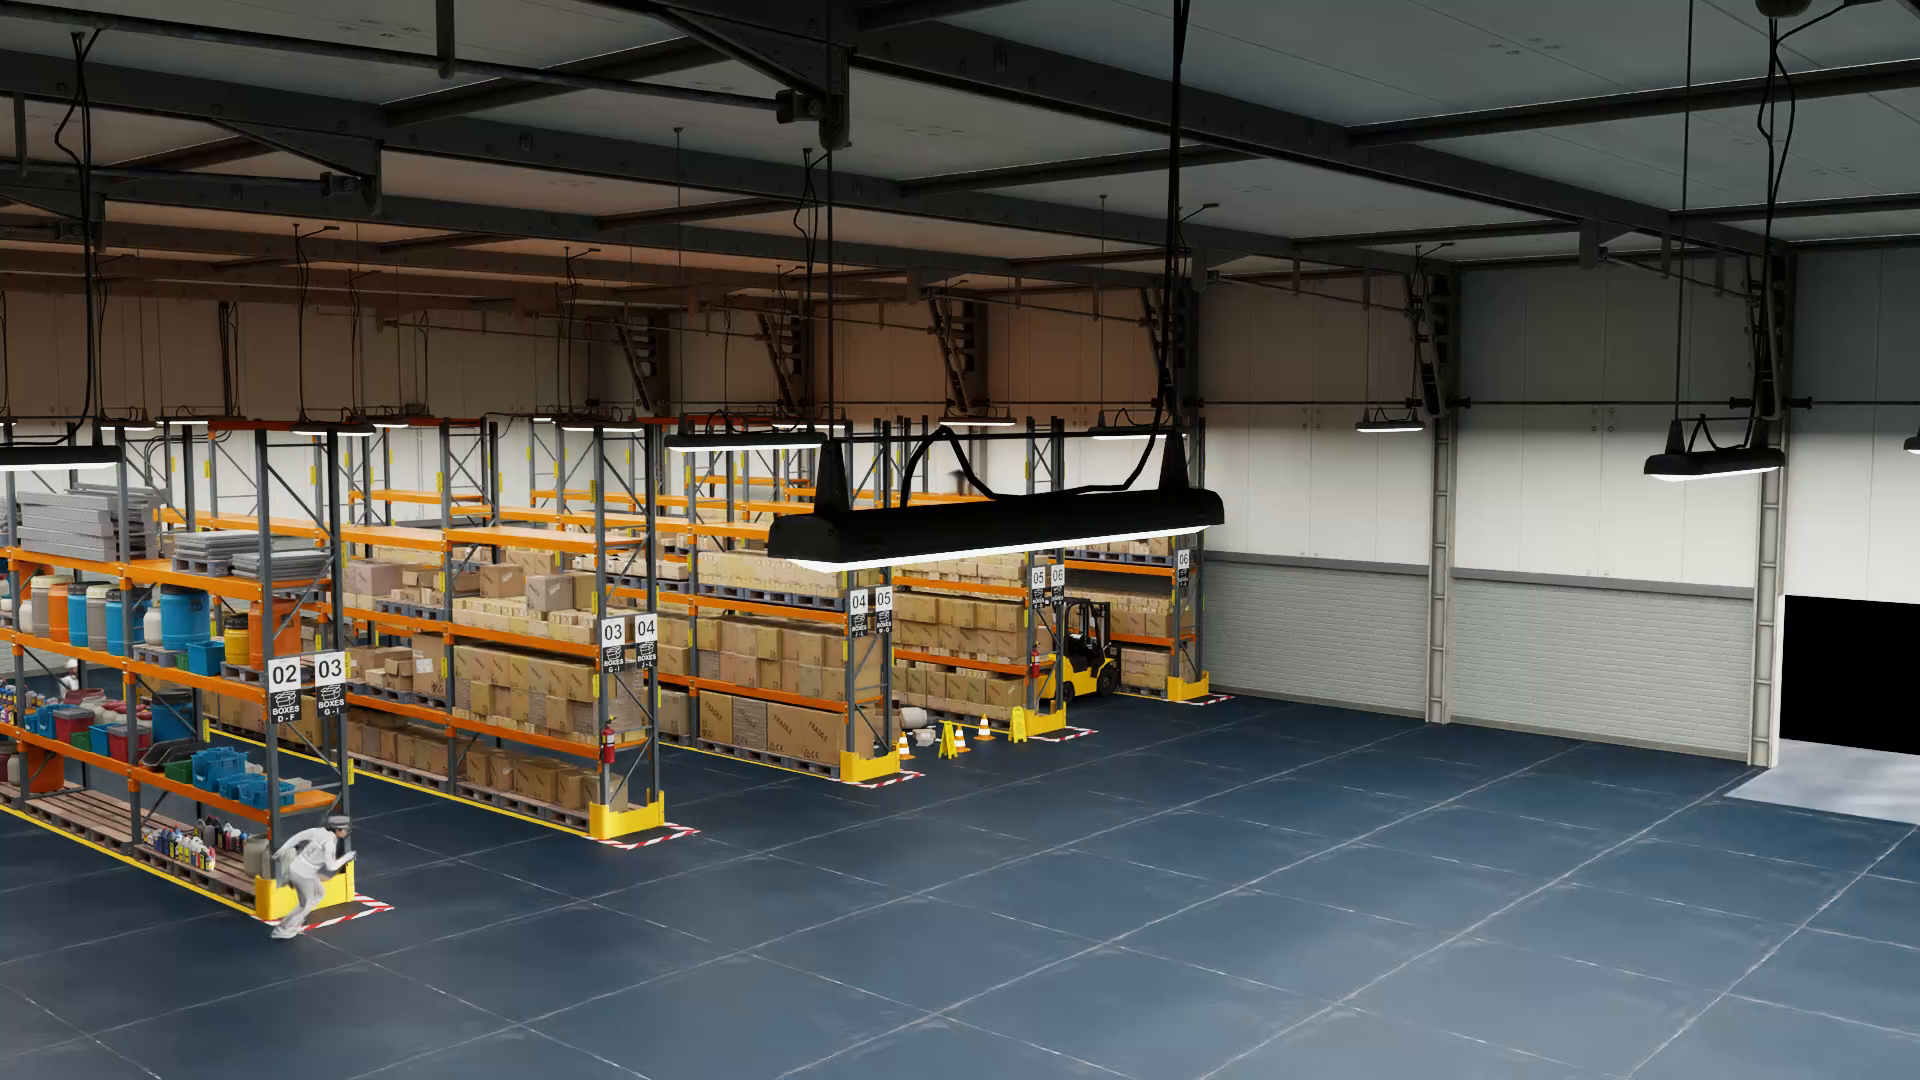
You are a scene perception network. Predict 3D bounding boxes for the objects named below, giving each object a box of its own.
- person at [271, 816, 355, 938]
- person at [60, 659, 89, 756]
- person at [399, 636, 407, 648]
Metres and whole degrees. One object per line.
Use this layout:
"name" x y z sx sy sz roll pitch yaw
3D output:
"person" -7.662 3.990 19.684 0.946 1.402 0.613 -3 6 -35
"person" -15.620 3.008 29.362 0.851 1.833 0.603 3 6 31
"person" -13.745 2.007 41.493 0.748 1.814 0.882 0 5 6
